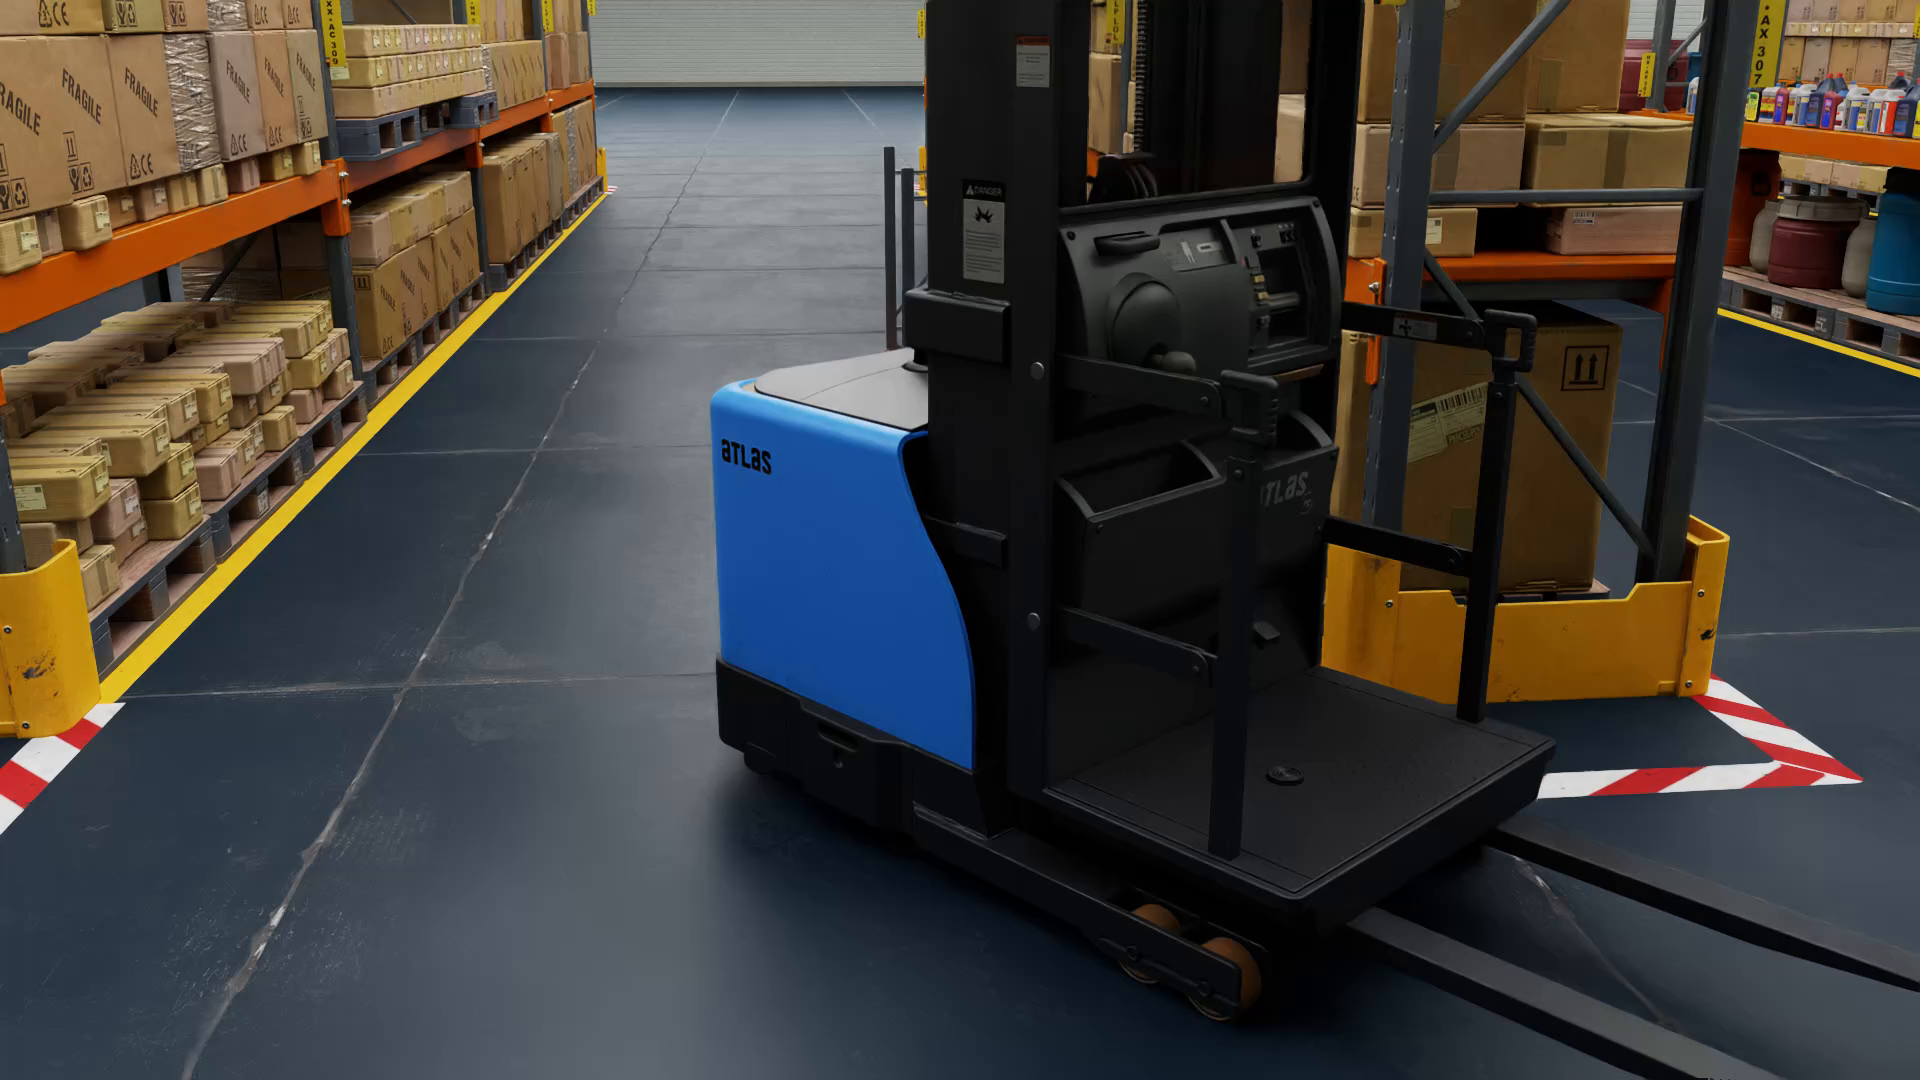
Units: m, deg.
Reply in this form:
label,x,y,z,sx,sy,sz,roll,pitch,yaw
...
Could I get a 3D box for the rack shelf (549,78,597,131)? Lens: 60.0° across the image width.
label,x,y,z,sx,sy,sz,roll,pitch,yaw
rack shelf,-4.650,-4.695,17.826,1.077,0.370,4.000,-2,18,-6

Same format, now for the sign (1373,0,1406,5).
label,x,y,z,sx,sy,sz,roll,pitch,yaw
sign,1.197,-1.643,4.575,0.100,0.325,0.005,-2,18,-6

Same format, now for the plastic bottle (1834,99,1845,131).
label,x,y,z,sx,sy,sz,roll,pitch,yaw
plastic bottle,5.723,-2.750,10.760,0.097,0.201,0.097,0,17,0

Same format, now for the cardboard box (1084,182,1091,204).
label,x,y,z,sx,sy,sz,roll,pitch,yaw
cardboard box,1.239,-1.559,9.481,1.225,0.875,0.875,-2,18,-5

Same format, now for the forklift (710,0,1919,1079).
label,x,y,z,sx,sy,sz,roll,pitch,yaw
forklift,0.710,-0.569,3.595,1.130,2.935,3.031,-16,24,-42

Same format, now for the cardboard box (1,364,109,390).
label,x,y,z,sx,sy,sz,roll,pitch,yaw
cardboard box,-3.653,-0.608,6.670,0.380,0.149,0.250,-2,18,-5

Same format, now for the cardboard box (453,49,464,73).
label,x,y,z,sx,sy,sz,roll,pitch,yaw
cardboard box,-3.443,-3.108,10.790,0.380,0.149,0.250,-2,18,-6

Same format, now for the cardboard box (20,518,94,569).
label,x,y,z,sx,sy,sz,roll,pitch,yaw
cardboard box,-3.005,-0.013,5.274,0.380,0.149,0.250,-1,17,-3

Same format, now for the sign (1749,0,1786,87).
label,x,y,z,sx,sy,sz,roll,pitch,yaw
sign,2.290,-1.457,4.732,0.100,0.325,0.005,-2,18,-6

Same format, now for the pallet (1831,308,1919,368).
label,x,y,z,sx,sy,sz,roll,pitch,yaw
pallet,6.214,-1.236,10.262,1.003,0.211,1.213,-2,18,-6

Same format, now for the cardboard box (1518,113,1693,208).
label,x,y,z,sx,sy,sz,roll,pitch,yaw
cardboard box,1.957,-1.212,5.284,0.500,0.250,0.500,-2,18,-7

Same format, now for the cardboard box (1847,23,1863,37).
label,x,y,z,sx,sy,sz,roll,pitch,yaw
cardboard box,10.010,-5.605,18.274,0.380,0.149,0.250,-2,18,-6

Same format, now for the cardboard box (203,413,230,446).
label,x,y,z,sx,sy,sz,roll,pitch,yaw
cardboard box,-3.218,-0.483,6.770,0.380,0.149,0.250,-1,17,-3

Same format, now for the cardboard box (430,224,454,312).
label,x,y,z,sx,sy,sz,roll,pitch,yaw
cardboard box,-3.583,-1.759,10.743,0.500,0.500,0.500,-3,18,-8

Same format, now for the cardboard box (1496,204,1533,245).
label,x,y,z,sx,sy,sz,roll,pitch,yaw
cardboard box,2.002,-1.063,5.474,0.380,0.149,0.250,-2,18,-6

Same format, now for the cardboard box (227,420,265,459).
label,x,y,z,sx,sy,sz,roll,pitch,yaw
cardboard box,-3.173,-0.405,7.017,0.380,0.149,0.250,-1,17,-5

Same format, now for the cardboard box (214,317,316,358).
label,x,y,z,sx,sy,sz,roll,pitch,yaw
cardboard box,-3.225,-0.936,7.717,0.380,0.149,0.250,-2,18,-6

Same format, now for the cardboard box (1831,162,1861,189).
label,x,y,z,sx,sy,sz,roll,pitch,yaw
cardboard box,10.047,-4.040,18.426,0.500,0.250,0.500,-2,18,-6

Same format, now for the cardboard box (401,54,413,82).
label,x,y,z,sx,sy,sz,roll,pitch,yaw
cardboard box,-3.285,-2.645,9.315,0.380,0.149,0.250,-3,18,-8

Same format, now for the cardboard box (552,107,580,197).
label,x,y,z,sx,sy,sz,roll,pitch,yaw
cardboard box,-4.536,-4.087,17.534,0.875,0.875,0.875,-2,18,-5

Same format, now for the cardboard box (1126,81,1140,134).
label,x,y,z,sx,sy,sz,roll,pitch,yaw
cardboard box,1.113,-2.104,8.126,0.500,0.250,0.500,-2,18,-7

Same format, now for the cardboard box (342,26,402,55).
label,x,y,z,sx,sy,sz,roll,pitch,yaw
cardboard box,-3.260,-2.714,9.040,0.380,0.149,0.250,-2,18,-5

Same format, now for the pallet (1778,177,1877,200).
label,x,y,z,sx,sy,sz,roll,pitch,yaw
pallet,10.185,-4.143,19.520,1.003,0.211,1.213,-2,18,-6

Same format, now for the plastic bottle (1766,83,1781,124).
label,x,y,z,sx,sy,sz,roll,pitch,yaw
plastic bottle,5.642,-3.016,11.491,0.097,0.271,0.097,0,17,0

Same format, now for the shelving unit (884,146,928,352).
label,x,y,z,sx,sy,sz,roll,pitch,yaw
shelving unit,-0.008,-0.738,6.525,0.587,1.500,1.083,-2,18,-6

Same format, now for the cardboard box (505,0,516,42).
label,x,y,z,sx,sy,sz,roll,pitch,yaw
cardboard box,-4.332,-4.666,14.697,0.700,0.500,0.500,-2,18,-7

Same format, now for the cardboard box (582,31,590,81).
label,x,y,z,sx,sy,sz,roll,pitch,yaw
cardboard box,-4.773,-5.597,19.246,0.875,0.550,0.550,-2,18,-6

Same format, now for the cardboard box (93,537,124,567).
label,x,y,z,sx,sy,sz,roll,pitch,yaw
cardboard box,-3.050,0.051,5.565,0.380,0.149,0.250,-2,18,-6

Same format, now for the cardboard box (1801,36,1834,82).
label,x,y,z,sx,sy,sz,roll,pitch,yaw
cardboard box,10.139,-5.509,19.051,0.700,0.500,0.500,-1,17,-4

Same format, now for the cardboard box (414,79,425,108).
label,x,y,z,sx,sy,sz,roll,pitch,yaw
cardboard box,-3.310,-2.579,9.602,0.380,0.149,0.250,-3,18,-8

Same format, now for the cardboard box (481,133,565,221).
label,x,y,z,sx,sy,sz,roll,pitch,yaw
cardboard box,-4.290,-3.387,15.514,1.050,0.750,0.750,-2,18,-6

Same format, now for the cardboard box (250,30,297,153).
label,x,y,z,sx,sy,sz,roll,pitch,yaw
cardboard box,-3.235,-1.959,7.244,0.500,0.500,0.500,-2,18,-7

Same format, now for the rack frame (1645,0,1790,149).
label,x,y,z,sx,sy,sz,roll,pitch,yaw
rack frame,5.839,-3.527,12.903,1.000,3.000,0.127,-2,18,-6

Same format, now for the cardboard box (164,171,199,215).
label,x,y,z,sx,sy,sz,roll,pitch,yaw
cardboard box,-3.125,-1.317,6.285,0.380,0.149,0.250,-1,17,-4

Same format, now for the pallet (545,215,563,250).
label,x,y,z,sx,sy,sz,roll,pitch,yaw
pallet,-4.289,-2.885,15.513,1.003,0.211,1.213,-2,18,-6

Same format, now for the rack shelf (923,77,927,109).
label,x,y,z,sx,sy,sz,roll,pitch,yaw
rack shelf,0.294,-4.818,18.218,1.077,0.370,4.000,-2,18,-6

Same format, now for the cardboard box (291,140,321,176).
label,x,y,z,sx,sy,sz,roll,pitch,yaw
cardboard box,-3.221,-1.788,7.784,0.380,0.149,0.250,-2,18,-7

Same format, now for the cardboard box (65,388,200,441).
label,x,y,z,sx,sy,sz,roll,pitch,yaw
cardboard box,-3.096,-0.470,6.230,0.380,0.149,0.250,-1,17,-3

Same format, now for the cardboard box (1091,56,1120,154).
label,x,y,z,sx,sy,sz,roll,pitch,yaw
cardboard box,1.005,-2.361,9.022,0.500,0.500,0.500,-2,18,-5

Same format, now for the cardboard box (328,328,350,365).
label,x,y,z,sx,sy,sz,roll,pitch,yaw
cardboard box,-3.270,-0.957,8.280,0.380,0.149,0.250,-1,17,-5

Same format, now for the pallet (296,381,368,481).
label,x,y,z,sx,sy,sz,roll,pitch,yaw
pallet,-3.514,-0.530,8.012,1.003,0.211,1.213,-2,18,-6

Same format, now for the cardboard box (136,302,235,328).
label,x,y,z,sx,sy,sz,roll,pitch,yaw
cardboard box,-3.789,-1.074,8.156,0.380,0.149,0.250,-1,17,-3

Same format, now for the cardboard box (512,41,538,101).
label,x,y,z,sx,sy,sz,roll,pitch,yaw
cardboard box,-4.072,-4.193,14.857,0.500,0.500,0.500,-2,18,-6

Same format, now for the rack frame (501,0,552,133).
label,x,y,z,sx,sy,sz,roll,pitch,yaw
rack frame,-4.444,-4.443,15.820,1.000,3.000,0.127,-2,18,-6

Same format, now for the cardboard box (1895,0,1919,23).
label,x,y,z,sx,sy,sz,roll,pitch,yaw
cardboard box,10.302,-5.669,17.395,0.700,0.500,0.500,-2,18,-5

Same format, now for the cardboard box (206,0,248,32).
label,x,y,z,sx,sy,sz,roll,pitch,yaw
cardboard box,-3.204,-2.287,6.622,0.500,0.500,0.500,-1,17,-4

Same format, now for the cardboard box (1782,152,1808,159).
label,x,y,z,sx,sy,sz,roll,pitch,yaw
cardboard box,9.928,-4.695,19.261,0.500,0.500,0.500,-2,18,-6

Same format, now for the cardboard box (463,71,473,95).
label,x,y,z,sx,sy,sz,roll,pitch,yaw
cardboard box,-3.472,-3.048,11.096,0.380,0.149,0.250,-1,17,-5

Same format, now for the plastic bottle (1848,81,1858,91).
label,x,y,z,sx,sy,sz,roll,pitch,yaw
plastic bottle,6.363,-3.139,11.881,0.097,0.271,0.097,0,17,0

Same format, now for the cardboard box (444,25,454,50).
label,x,y,z,sx,sy,sz,roll,pitch,yaw
cardboard box,-3.424,-3.179,10.520,0.380,0.149,0.250,-2,18,-6

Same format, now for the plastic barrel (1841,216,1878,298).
label,x,y,z,sx,sy,sz,roll,pitch,yaw
plastic barrel,6.170,-1.893,11.152,0.421,0.512,0.421,0,17,0

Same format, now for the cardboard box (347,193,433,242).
label,x,y,z,sx,sy,sz,roll,pitch,yaw
cardboard box,-3.538,-1.964,10.144,0.500,0.250,0.500,-1,17,-4

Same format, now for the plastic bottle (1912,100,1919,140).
label,x,y,z,sx,sy,sz,roll,pitch,yaw
plastic bottle,5.832,-2.575,9.955,0.144,0.351,0.185,-2,18,-6
